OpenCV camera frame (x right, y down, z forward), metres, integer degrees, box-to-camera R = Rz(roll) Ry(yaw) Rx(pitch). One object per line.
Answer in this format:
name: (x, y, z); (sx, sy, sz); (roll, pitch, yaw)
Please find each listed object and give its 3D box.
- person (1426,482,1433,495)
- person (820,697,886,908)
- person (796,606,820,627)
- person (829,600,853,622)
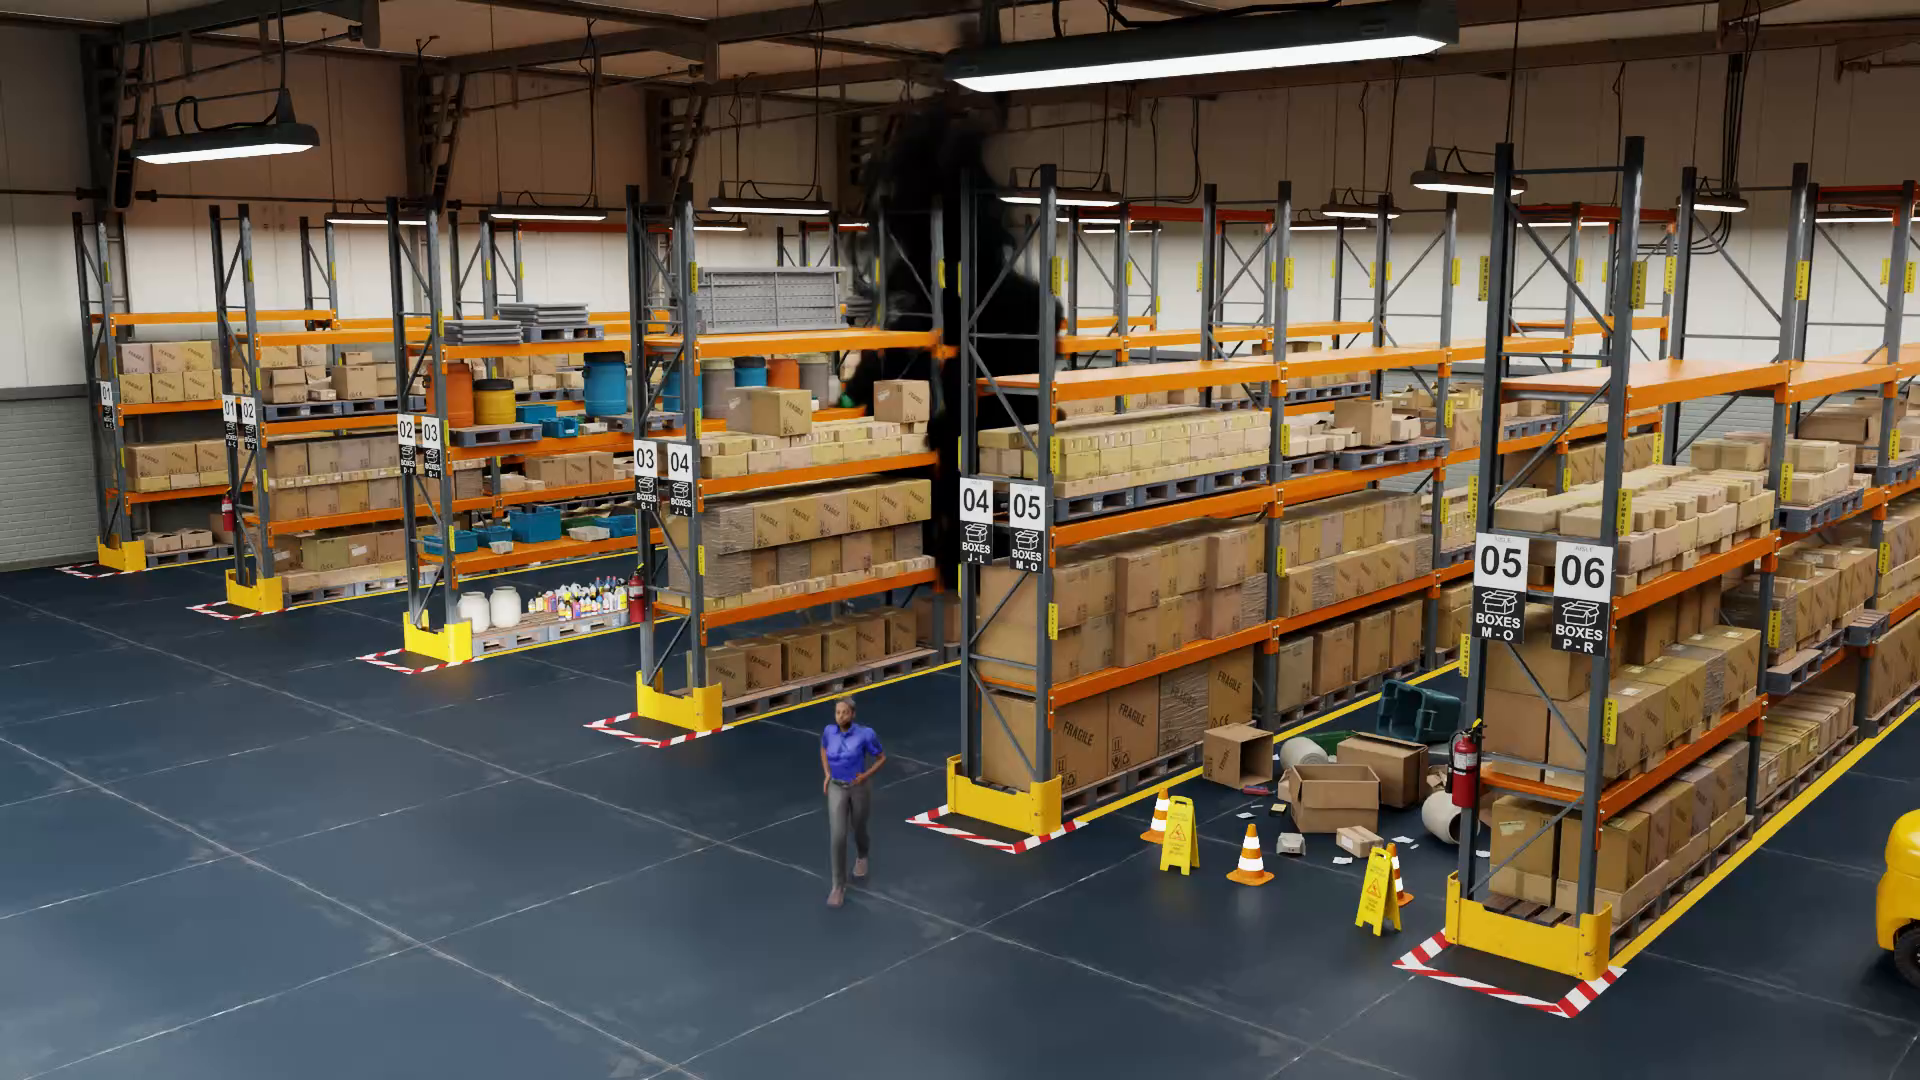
person: (7.394, -0.002, 26.093); (0.683, 1.817, 0.702); (9, 13, 44)
person: (-0.884, 2.096, 13.716); (0.576, 1.693, 0.796); (1, 10, 6)
person: (-2.062, 0.611, 22.388); (0.718, 1.816, 0.722); (8, 13, 41)
person: (-1.660, 0.502, 23.290); (0.624, 1.695, 0.781); (7, 12, 34)
